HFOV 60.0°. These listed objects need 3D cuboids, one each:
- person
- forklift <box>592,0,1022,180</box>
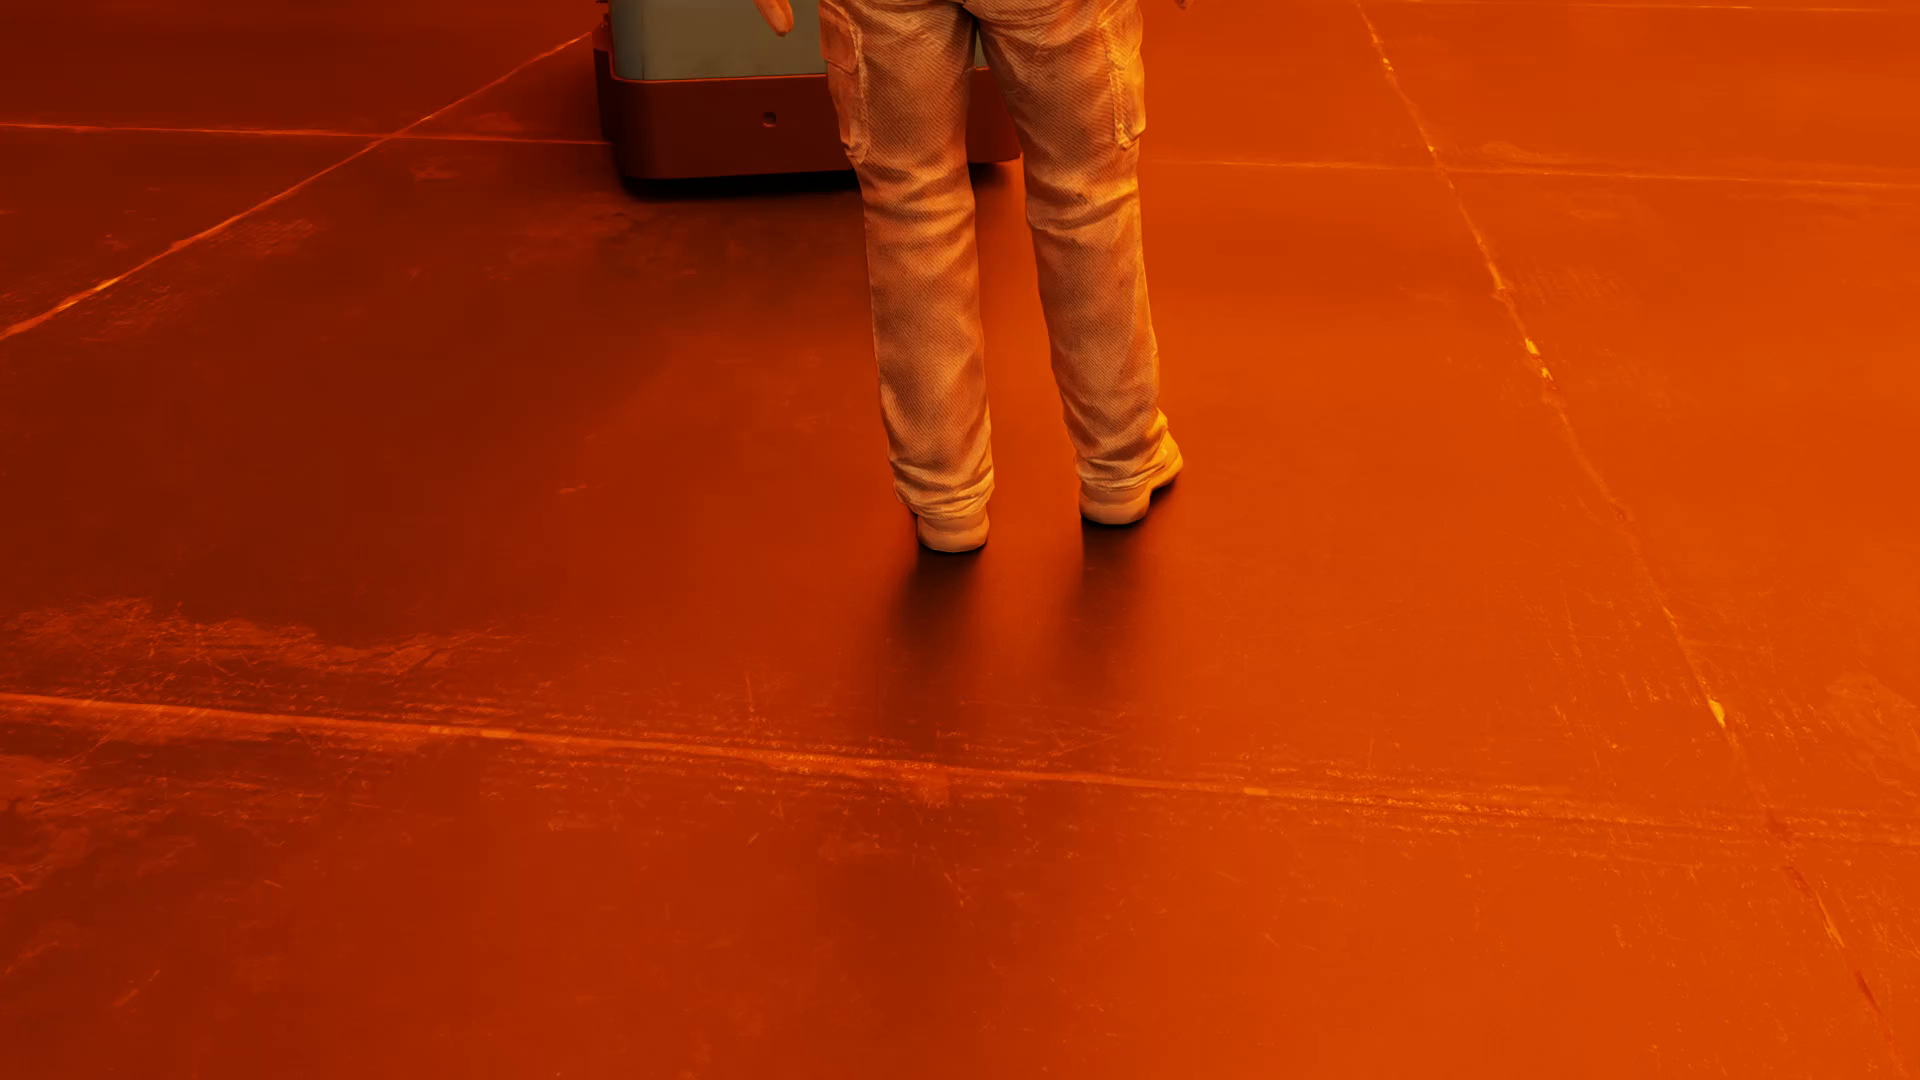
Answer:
[{"bbox_3d":[0.018,-0.834,2.163,0.657,1.779,0.575,3,27,7],"label":"person"},{"bbox_3d":[-0.633,-2.843,4.915,1.130,2.935,3.031,-5,27,-11],"label":"forklift"}]
